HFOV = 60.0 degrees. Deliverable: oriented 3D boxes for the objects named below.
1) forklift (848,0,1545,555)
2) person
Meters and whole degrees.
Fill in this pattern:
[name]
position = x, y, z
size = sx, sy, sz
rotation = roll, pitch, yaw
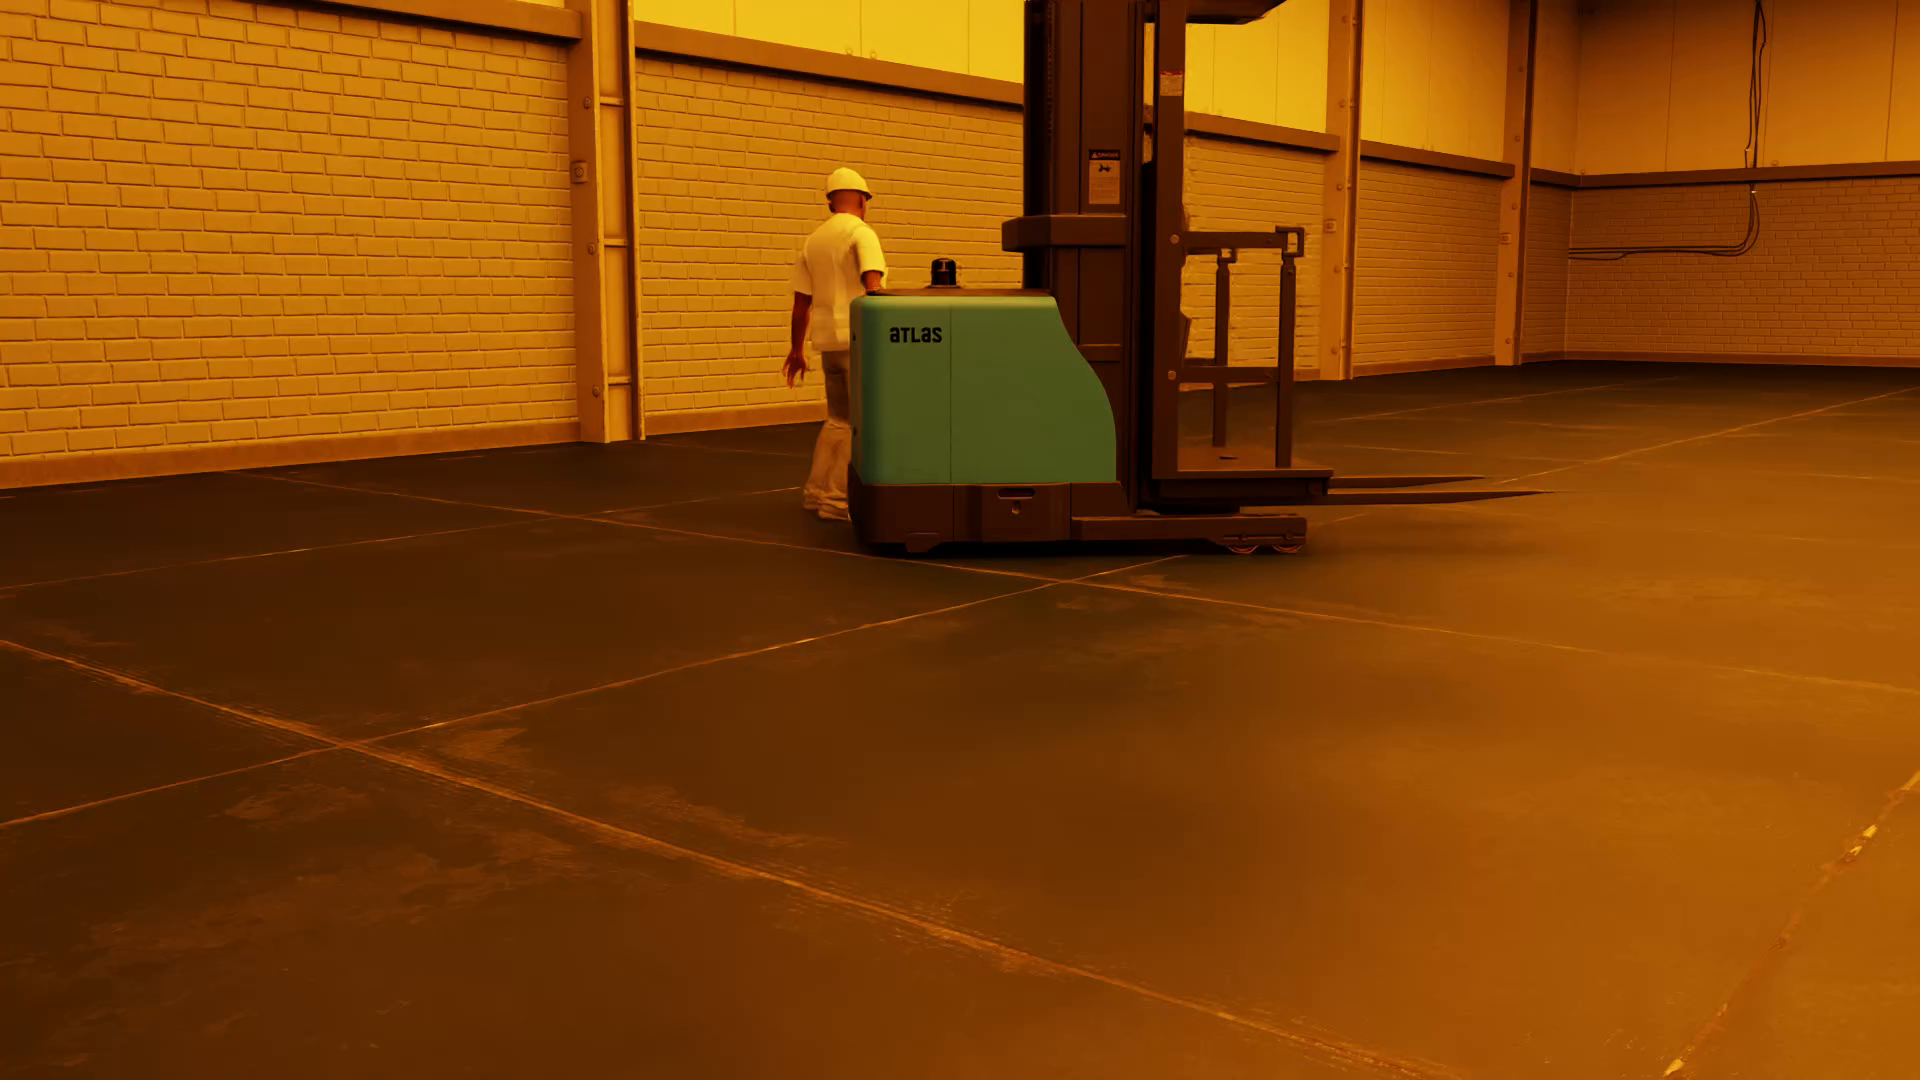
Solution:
[forklift]
position = 1.037, -1.465, 7.291
size = 3.031, 2.935, 1.130
rotation = -1, 8, -7
[person]
position = -0.549, -0.946, 8.144
size = 0.487, 1.740, 0.879
rotation = -6, 10, -36
